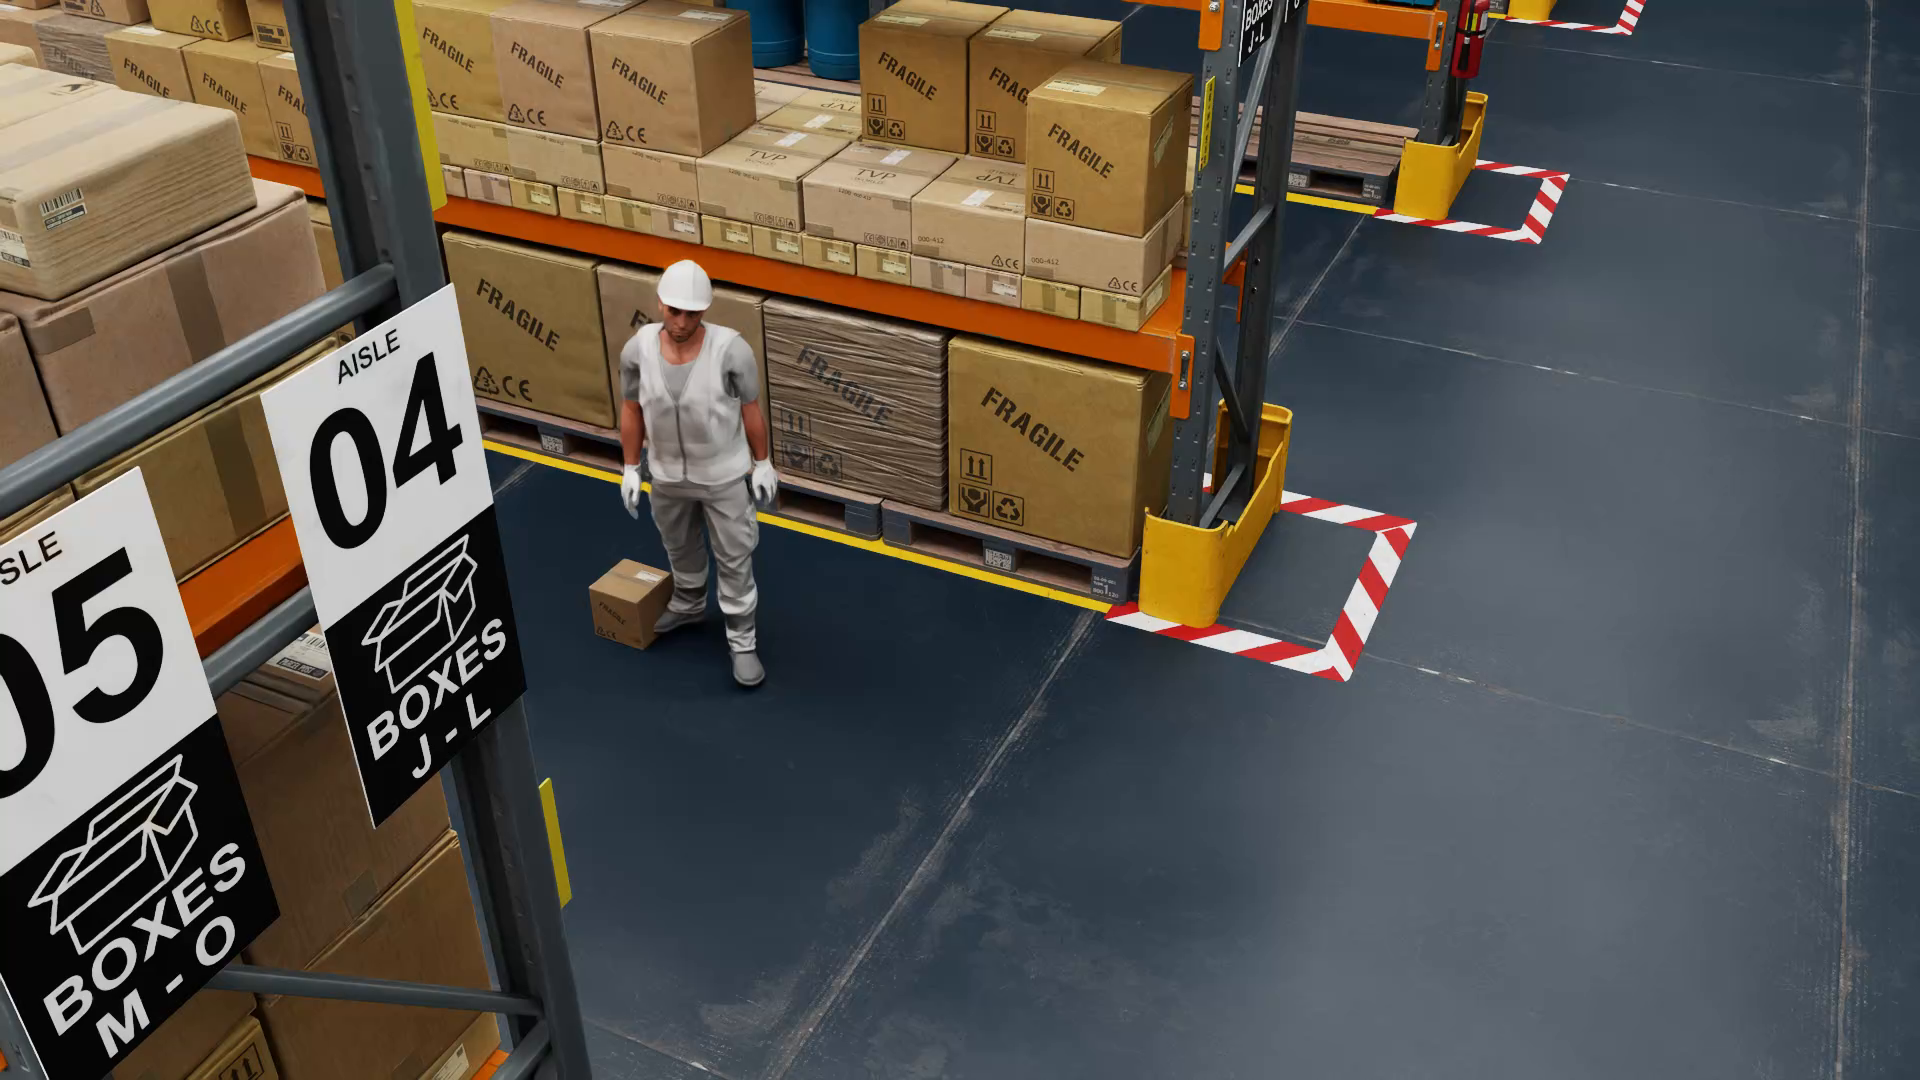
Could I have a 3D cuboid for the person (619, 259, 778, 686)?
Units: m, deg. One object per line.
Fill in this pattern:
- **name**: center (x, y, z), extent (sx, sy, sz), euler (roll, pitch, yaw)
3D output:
- **person**: center (-1.065, -0.279, 6.521), extent (0.671, 1.789, 0.472), euler (6, 34, 10)
